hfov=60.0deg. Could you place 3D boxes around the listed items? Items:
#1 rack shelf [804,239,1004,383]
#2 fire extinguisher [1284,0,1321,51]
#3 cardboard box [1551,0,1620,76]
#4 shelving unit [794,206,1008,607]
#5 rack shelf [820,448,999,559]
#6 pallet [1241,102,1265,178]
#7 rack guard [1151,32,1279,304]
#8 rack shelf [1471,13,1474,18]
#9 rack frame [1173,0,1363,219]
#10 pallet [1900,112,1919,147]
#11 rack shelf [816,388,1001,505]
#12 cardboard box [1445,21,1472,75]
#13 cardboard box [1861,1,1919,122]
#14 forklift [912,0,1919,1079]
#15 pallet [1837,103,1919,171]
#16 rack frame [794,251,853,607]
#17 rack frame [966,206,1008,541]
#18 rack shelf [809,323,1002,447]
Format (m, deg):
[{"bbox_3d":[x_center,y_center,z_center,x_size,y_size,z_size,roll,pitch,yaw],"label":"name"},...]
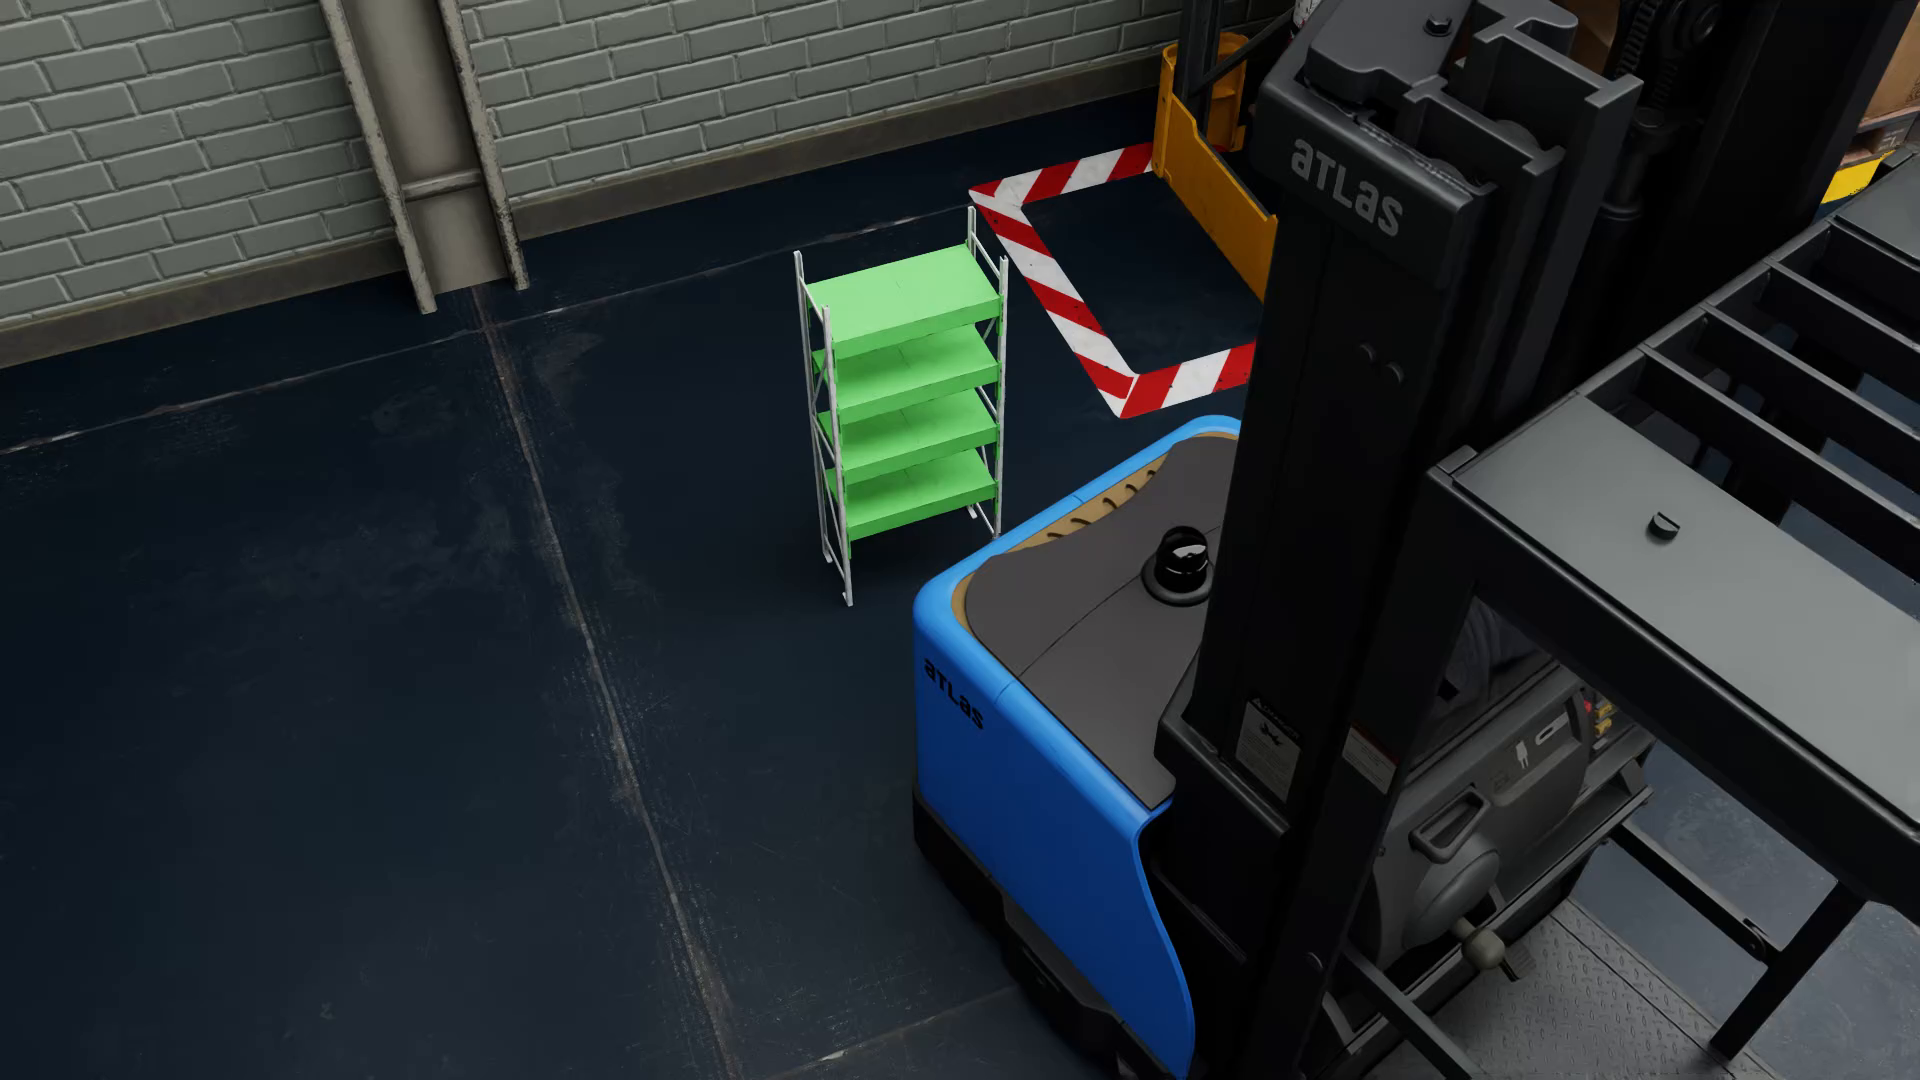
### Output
[{"bbox_3d":[-0.153,-0.614,4.438,0.480,0.148,0.258,-17,52,-14],"label":"rack shelf"},{"bbox_3d":[1.076,-1.574,4.921,0.183,0.674,0.296,-17,52,-14],"label":"fire extinguisher"},{"bbox_3d":[2.445,-1.737,6.135,0.500,0.500,0.700,-15,51,-13],"label":"cardboard box"},{"bbox_3d":[-0.153,-0.343,4.754,0.503,1.200,0.258,-17,52,-14],"label":"shelving unit"},{"bbox_3d":[-0.153,-0.145,4.985,0.480,0.148,0.258,-17,52,-14],"label":"rack shelf"},{"bbox_3d":[1.845,-1.430,6.339,1.213,0.211,1.003,-17,52,-14],"label":"pallet"},{"bbox_3d":[1.108,-1.295,6.032,0.348,0.500,1.175,-17,52,-14],"label":"rack guard"},{"bbox_3d":[2.889,-2.427,5.831,4.000,0.370,1.077,-17,52,-14],"label":"rack shelf"},{"bbox_3d":[1.037,-2.087,5.065,0.127,3.000,1.000,-17,52,-14],"label":"rack frame"},{"bbox_3d":[4.104,-2.130,6.940,1.213,0.211,1.003,-17,52,-14],"label":"pallet"},{"bbox_3d":[-0.153,-0.302,4.802,0.480,0.148,0.258,-17,52,-14],"label":"rack shelf"},{"bbox_3d":[1.639,-1.520,5.947,0.637,0.503,0.797,-19,52,-16],"label":"cardboard box"},{"bbox_3d":[3.406,-2.034,6.391,0.500,0.500,0.700,-19,52,-16],"label":"cardboard box"},{"bbox_3d":[1.186,0.511,2.879,1.130,2.935,3.031,-31,56,-24],"label":"forklift"},{"bbox_3d":[2.973,-1.777,6.637,1.213,0.211,1.003,-17,52,-14],"label":"pallet"},{"bbox_3d":[-0.379,-0.273,4.694,0.015,1.200,0.240,-17,52,-14],"label":"rack frame"},{"bbox_3d":[0.073,-0.413,4.814,0.015,1.200,0.240,-17,52,-14],"label":"rack frame"},{"bbox_3d":[-0.153,-0.458,4.620,0.480,0.148,0.258,-17,52,-14],"label":"rack shelf"}]
